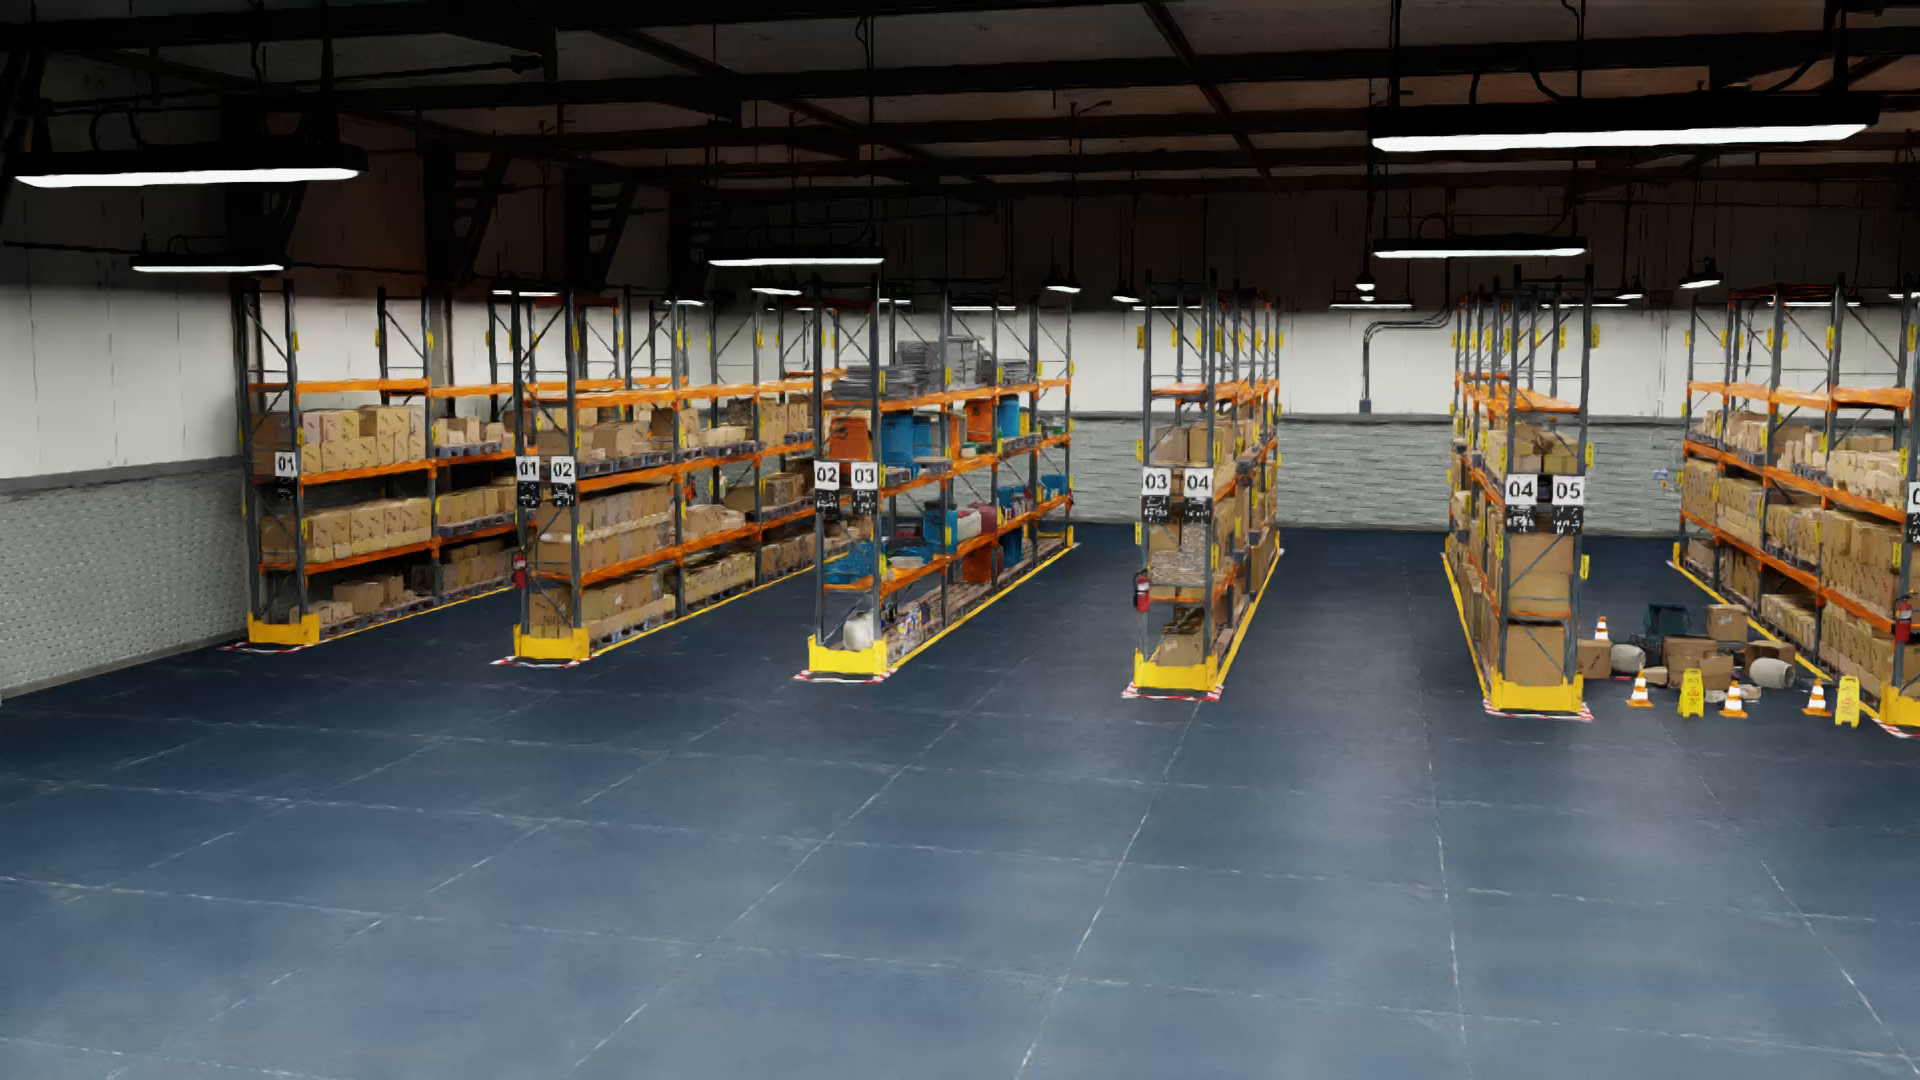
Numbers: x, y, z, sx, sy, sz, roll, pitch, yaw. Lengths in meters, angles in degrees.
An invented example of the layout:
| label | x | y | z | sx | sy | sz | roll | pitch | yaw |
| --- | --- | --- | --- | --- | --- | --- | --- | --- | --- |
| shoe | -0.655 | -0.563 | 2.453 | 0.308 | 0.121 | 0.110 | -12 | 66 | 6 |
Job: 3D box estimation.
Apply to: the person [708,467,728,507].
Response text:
| label | x | y | z | sx | sy | sz | roll | pitch | yaw |
| --- | --- | --- | --- | --- | --- | --- | --- | --- | --- |
| person | -6.455 | -1.158 | 44.671 | 0.598 | 1.617 | 0.756 | -1 | 7 | -8 |
